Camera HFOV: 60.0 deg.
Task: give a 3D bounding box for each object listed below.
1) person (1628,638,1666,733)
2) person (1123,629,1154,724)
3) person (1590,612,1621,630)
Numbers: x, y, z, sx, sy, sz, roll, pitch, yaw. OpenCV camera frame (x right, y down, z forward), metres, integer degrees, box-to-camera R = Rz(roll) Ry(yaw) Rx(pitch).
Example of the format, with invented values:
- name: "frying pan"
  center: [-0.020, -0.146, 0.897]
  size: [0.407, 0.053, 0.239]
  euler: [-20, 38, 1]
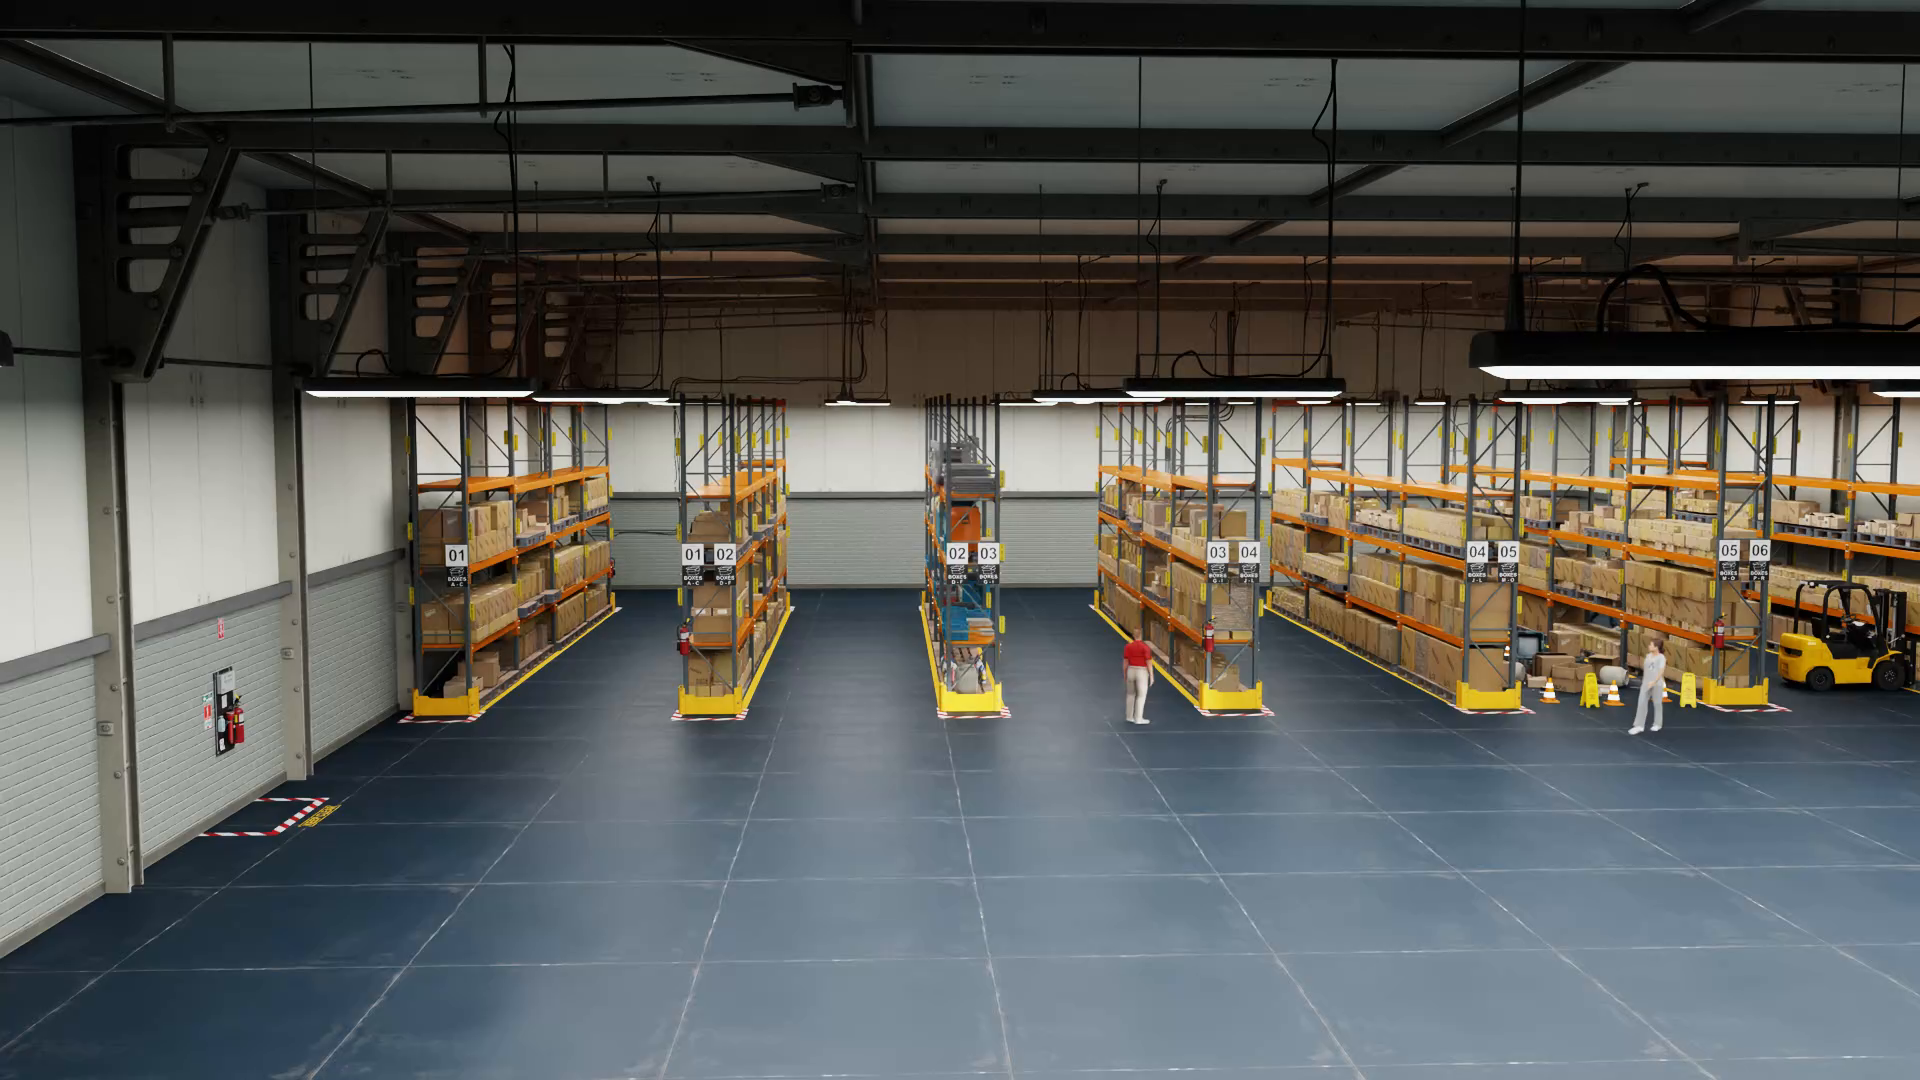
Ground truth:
- name: "person"
  center: [12.192, 2.574, 29.345]
  size: [0.785, 1.652, 0.441]
  euler: [-4, 6, -44]
- name: "person"
  center: [3.279, 2.492, 30.254]
  size: [0.594, 1.767, 0.460]
  euler: [3, 6, 36]
- name: "person"
  center: [16.702, 1.532, 43.066]
  size: [0.940, 1.552, 0.531]
  euler: [4, 6, 44]
